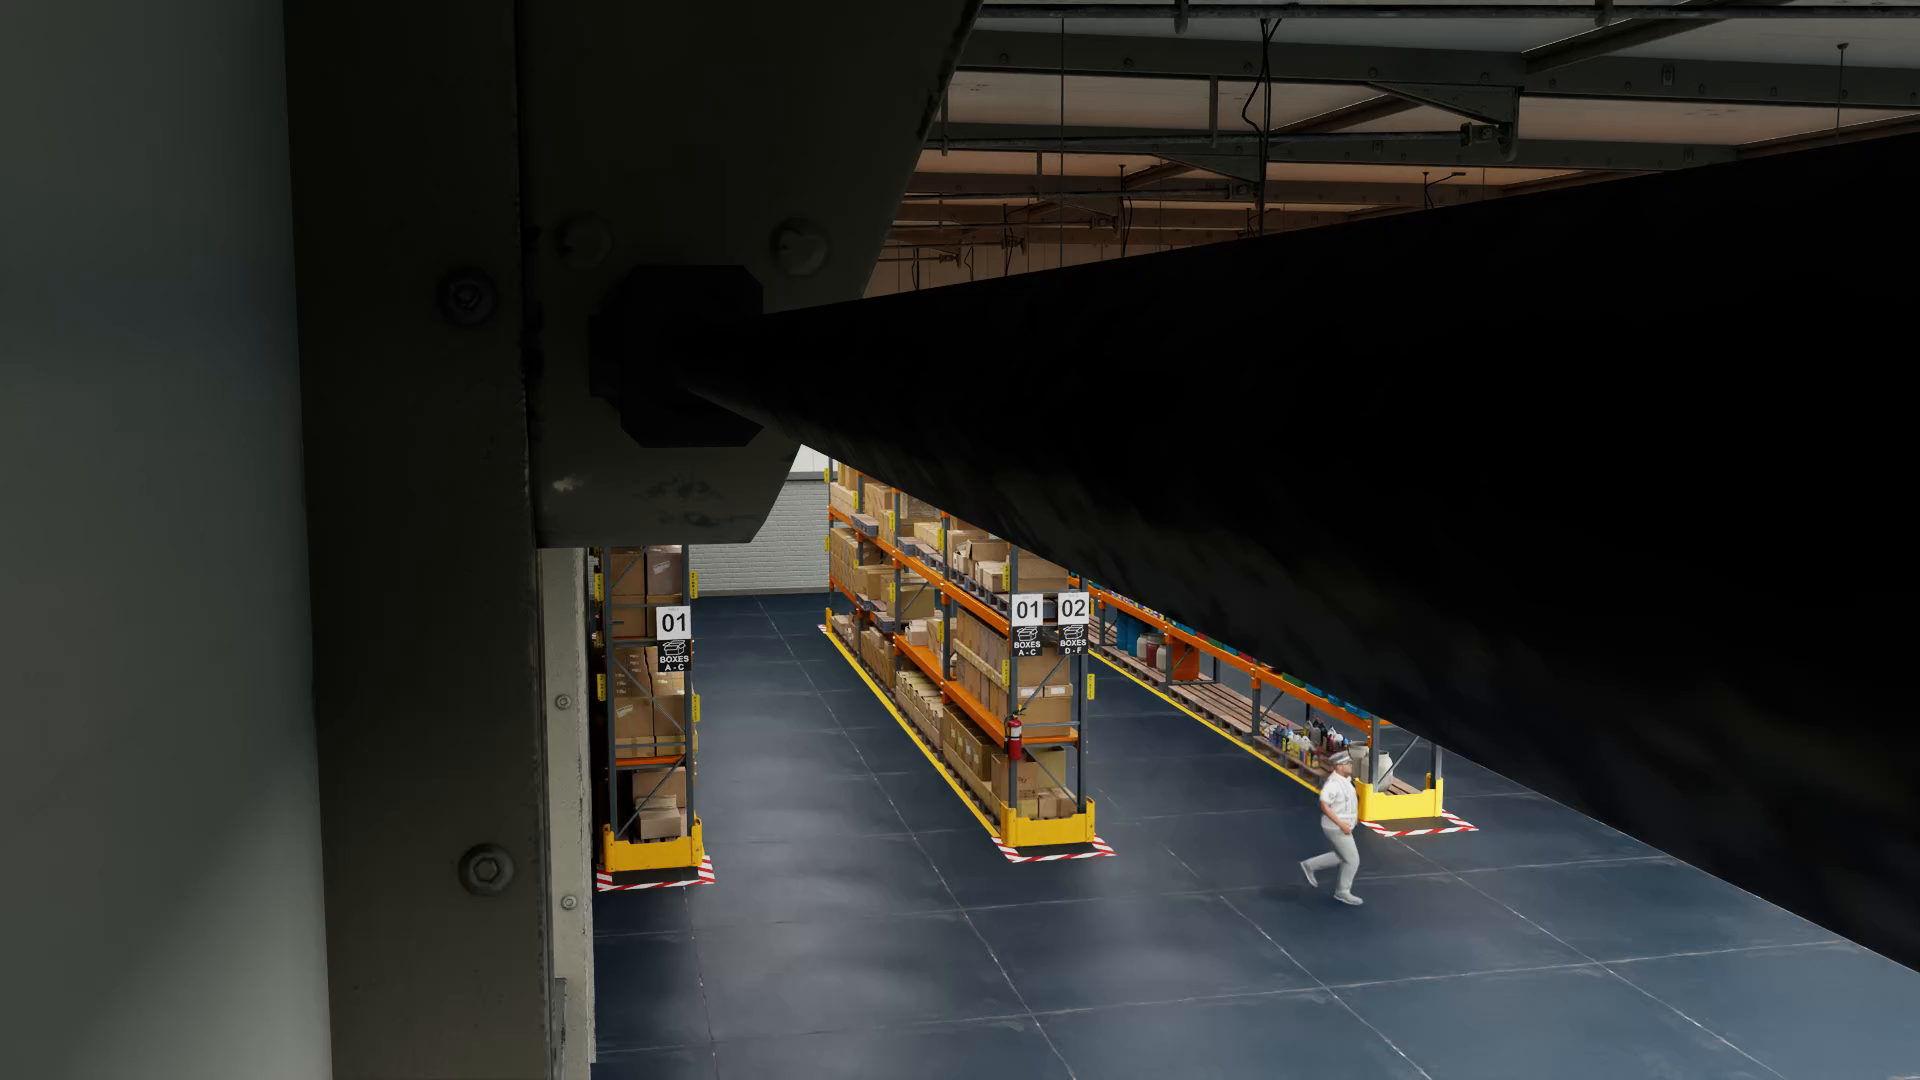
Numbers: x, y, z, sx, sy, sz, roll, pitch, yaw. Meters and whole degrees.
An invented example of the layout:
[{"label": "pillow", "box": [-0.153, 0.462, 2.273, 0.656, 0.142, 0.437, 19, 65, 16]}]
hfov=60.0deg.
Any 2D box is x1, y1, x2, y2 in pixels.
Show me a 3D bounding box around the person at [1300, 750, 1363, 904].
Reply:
[{"label": "person", "box": [4.238, 3.238, 18.922, 0.734, 1.750, 0.684, 3, 7, 21]}]
